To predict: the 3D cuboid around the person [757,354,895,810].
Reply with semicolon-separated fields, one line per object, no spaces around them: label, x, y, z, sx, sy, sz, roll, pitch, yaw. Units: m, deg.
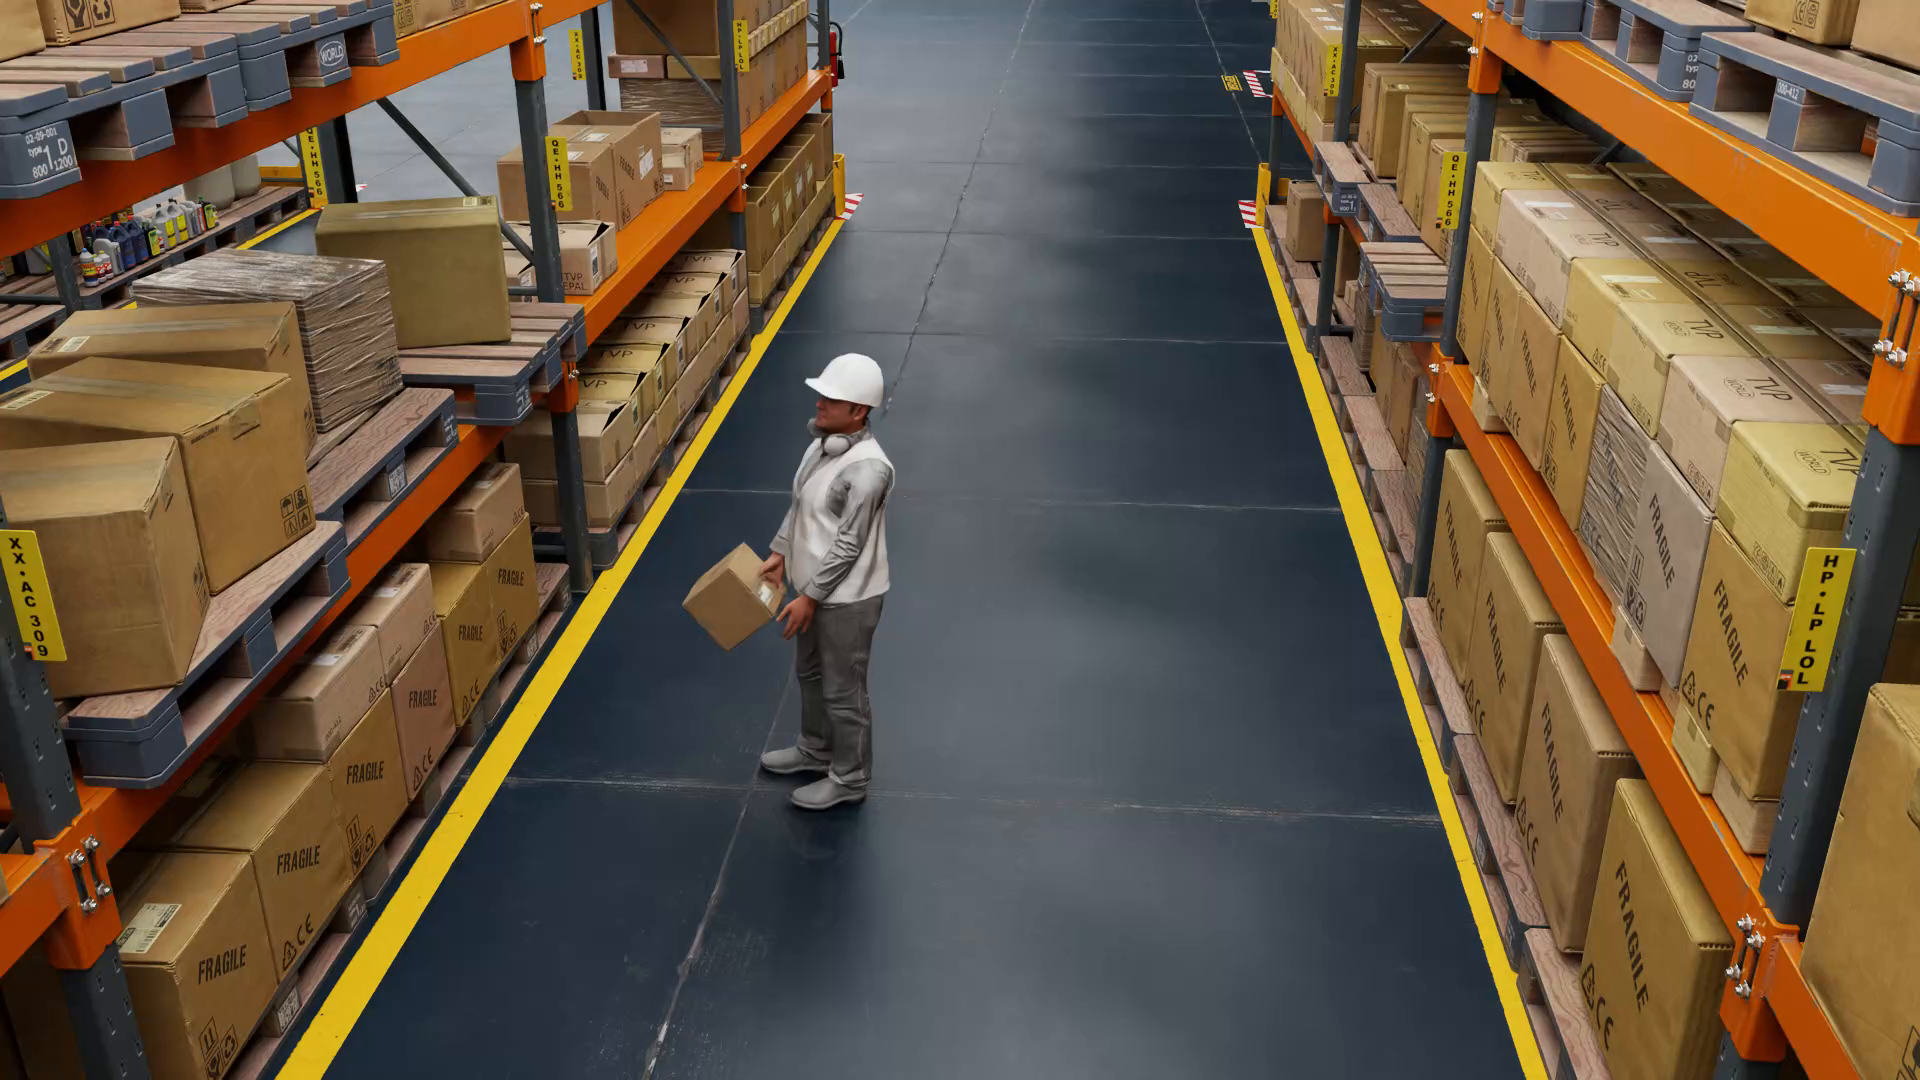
person;-0.507;0.168;6.177;0.478;1.780;0.576;-10;26;-21
